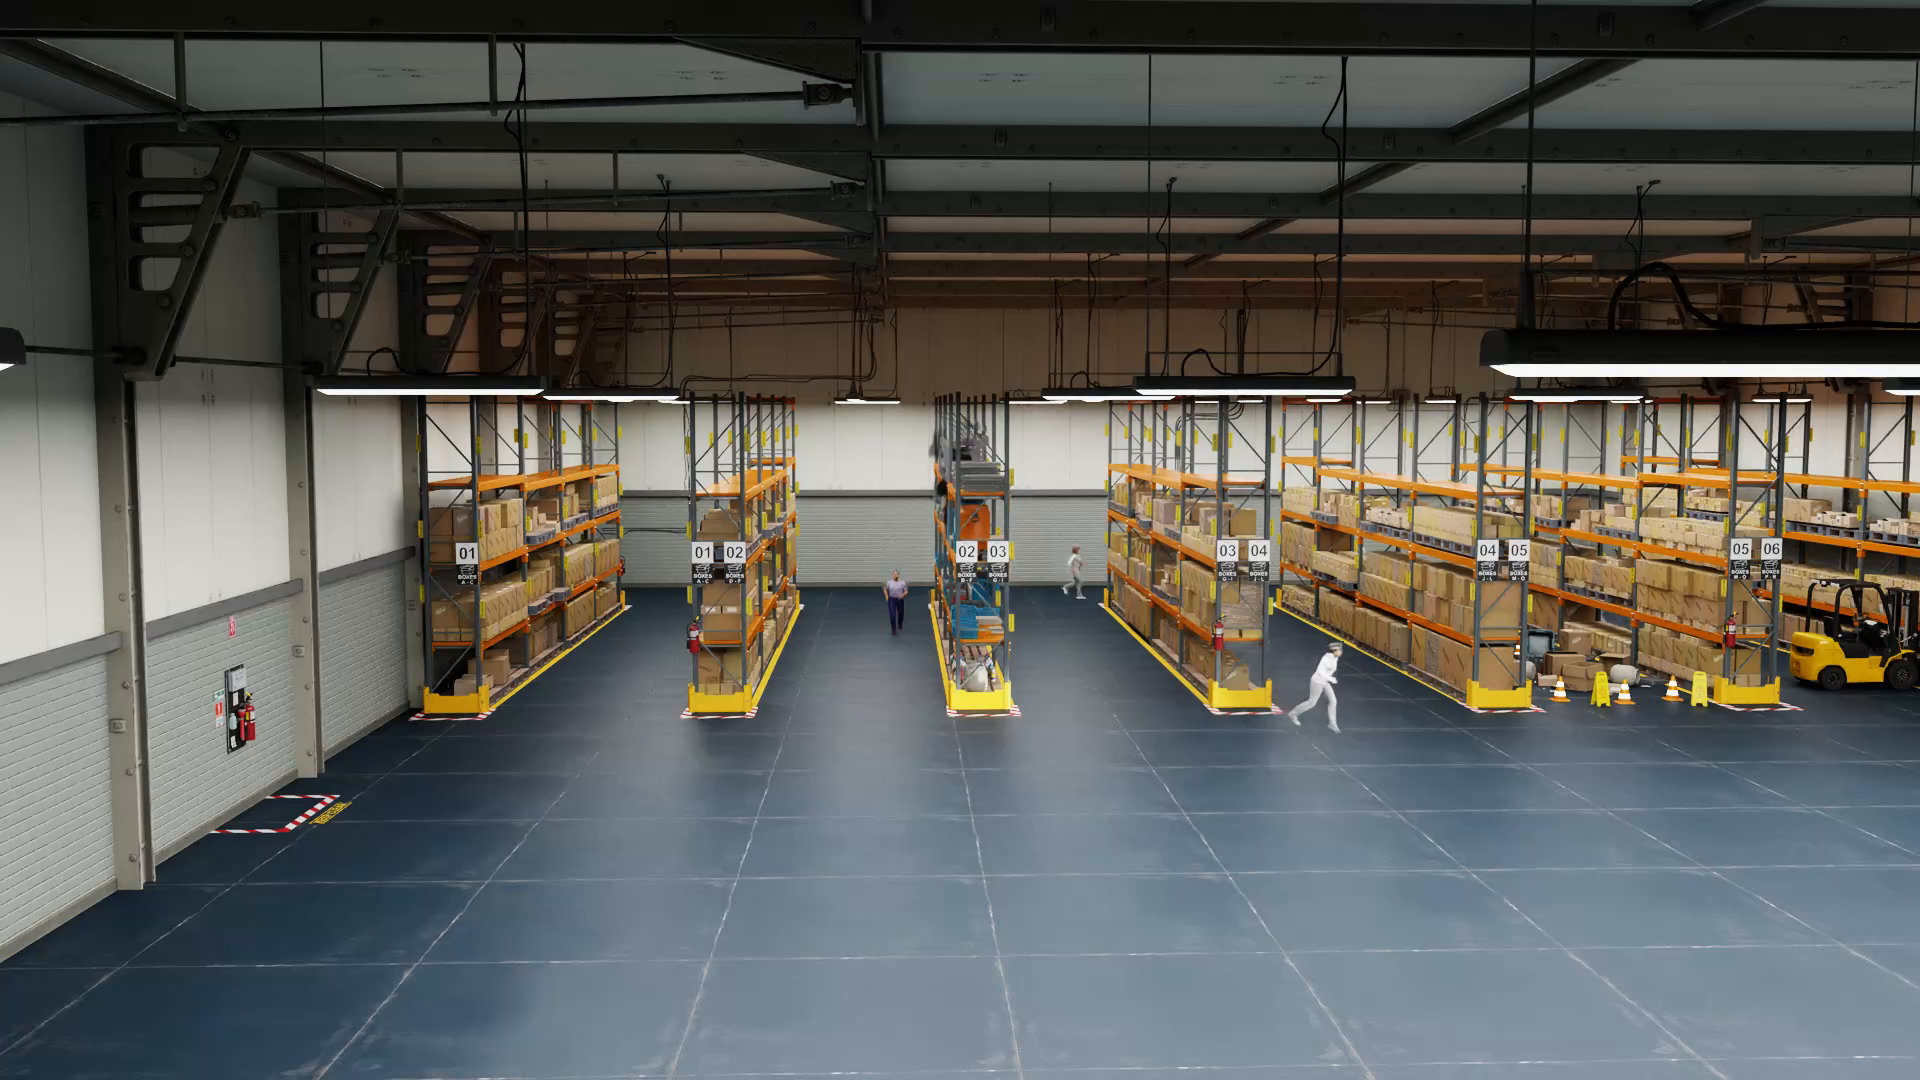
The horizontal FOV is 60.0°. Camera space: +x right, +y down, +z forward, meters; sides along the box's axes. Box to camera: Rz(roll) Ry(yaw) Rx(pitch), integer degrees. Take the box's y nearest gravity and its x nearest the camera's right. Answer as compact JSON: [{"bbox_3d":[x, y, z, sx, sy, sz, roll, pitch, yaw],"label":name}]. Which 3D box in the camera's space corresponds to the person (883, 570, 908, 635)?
[{"bbox_3d":[-1.633,1.576,41.917,0.601,1.583,0.727,0,5,-3],"label":"person"}]

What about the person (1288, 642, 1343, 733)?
[{"bbox_3d":[6.305,2.590,29.433,0.983,1.628,0.655,2,5,26],"label":"person"}]

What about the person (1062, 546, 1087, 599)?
[{"bbox_3d":[3.397,0.969,49.500,0.729,1.567,0.538,1,5,18],"label":"person"}]
